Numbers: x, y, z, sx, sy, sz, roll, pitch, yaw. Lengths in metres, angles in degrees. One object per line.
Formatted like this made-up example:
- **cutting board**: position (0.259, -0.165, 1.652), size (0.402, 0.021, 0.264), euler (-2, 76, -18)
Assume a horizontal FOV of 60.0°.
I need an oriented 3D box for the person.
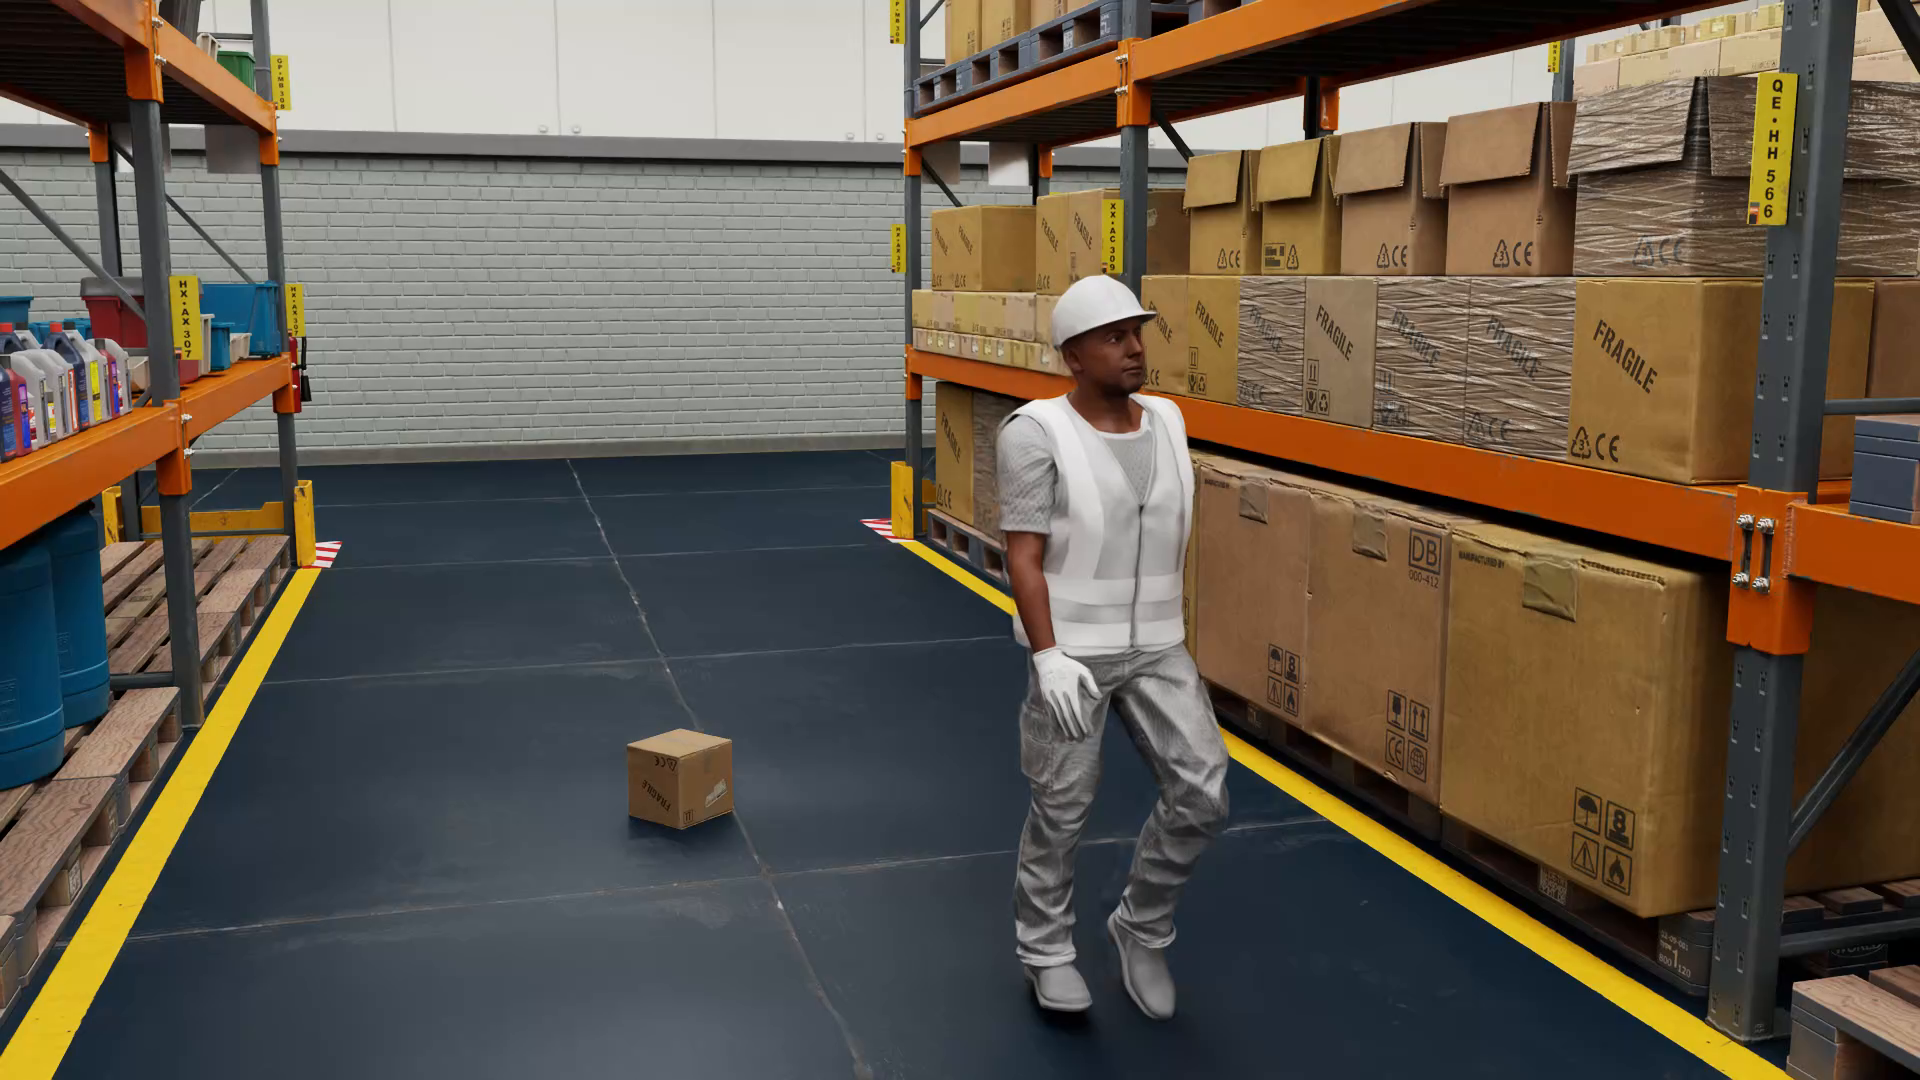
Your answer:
- **person**: position (0.355, 0.292, 3.962), size (0.558, 1.826, 0.480), euler (-4, 10, -24)
